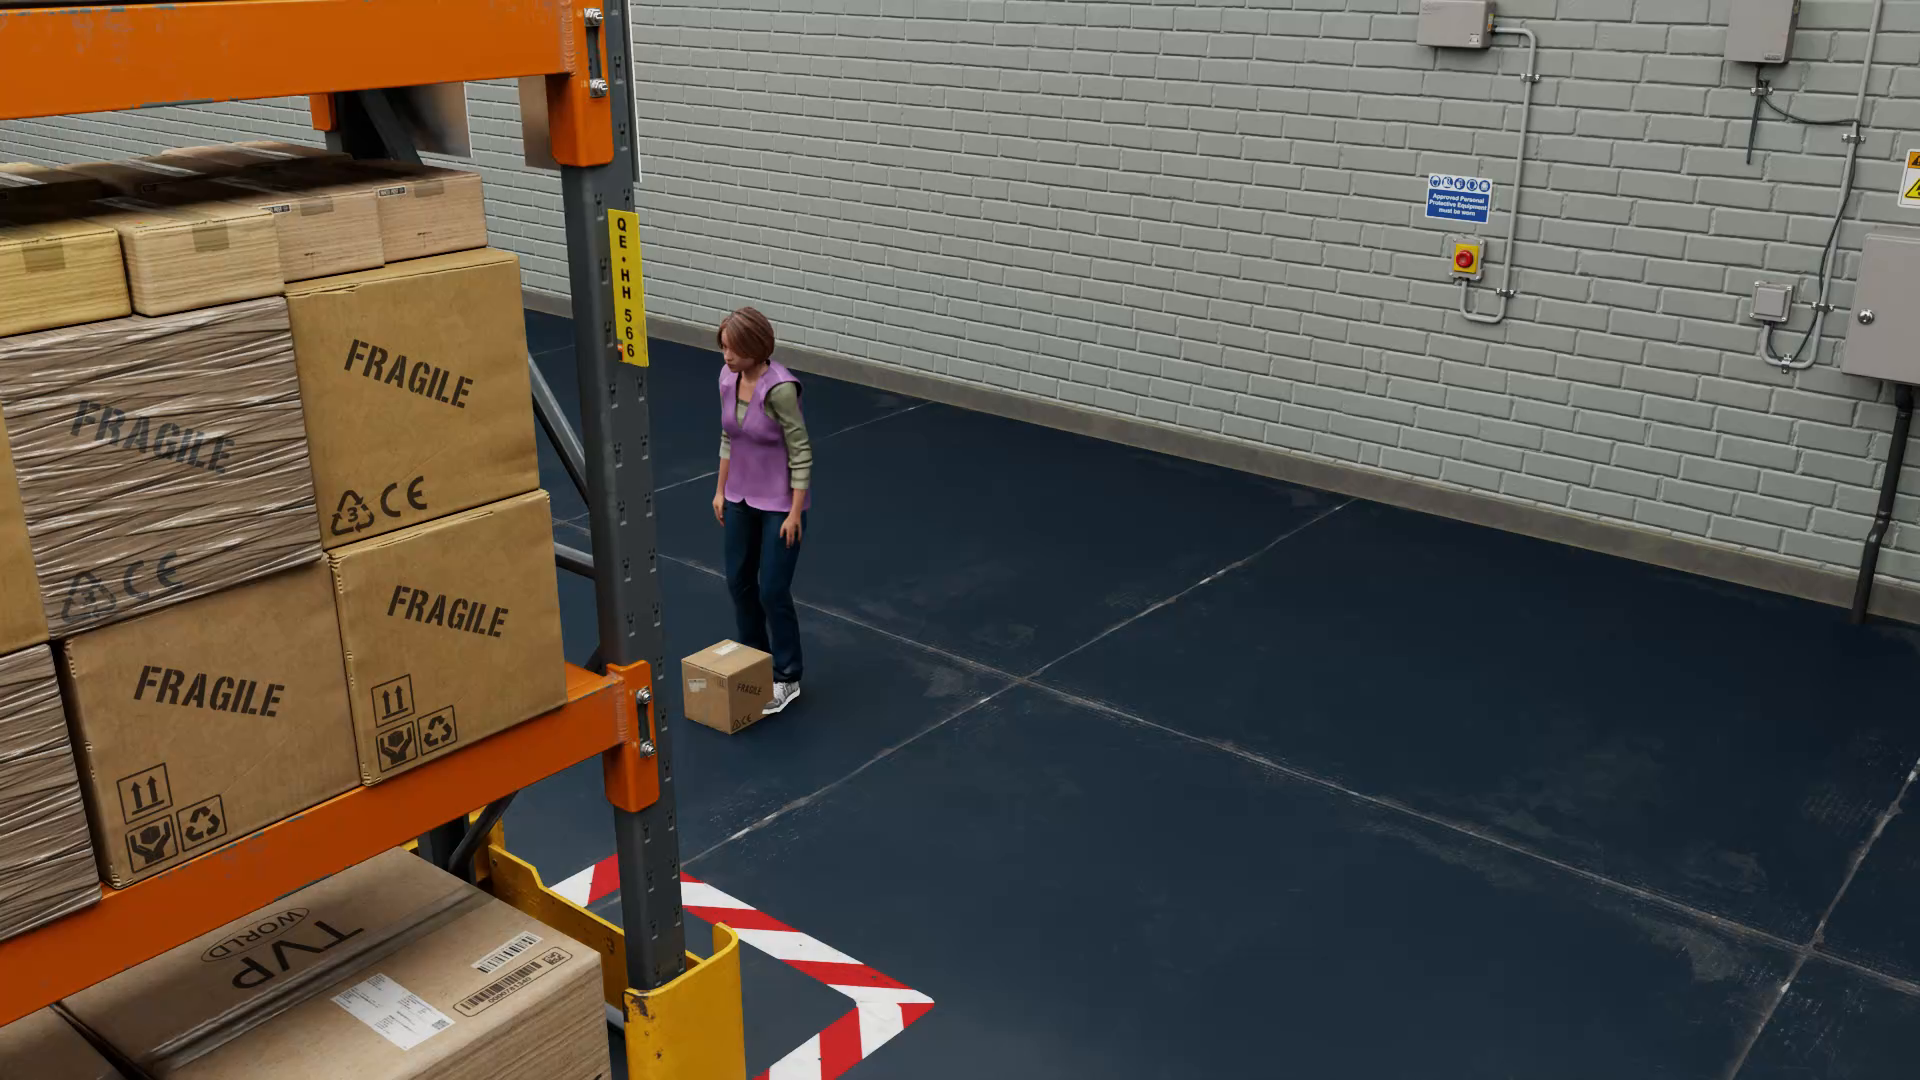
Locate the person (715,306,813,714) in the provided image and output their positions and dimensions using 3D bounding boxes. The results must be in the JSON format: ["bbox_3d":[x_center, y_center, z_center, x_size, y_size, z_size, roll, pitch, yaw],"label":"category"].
[{"bbox_3d":[-0.769,-0.123,6.423,0.459,1.593,0.372,16,26,36],"label":"person"}]
